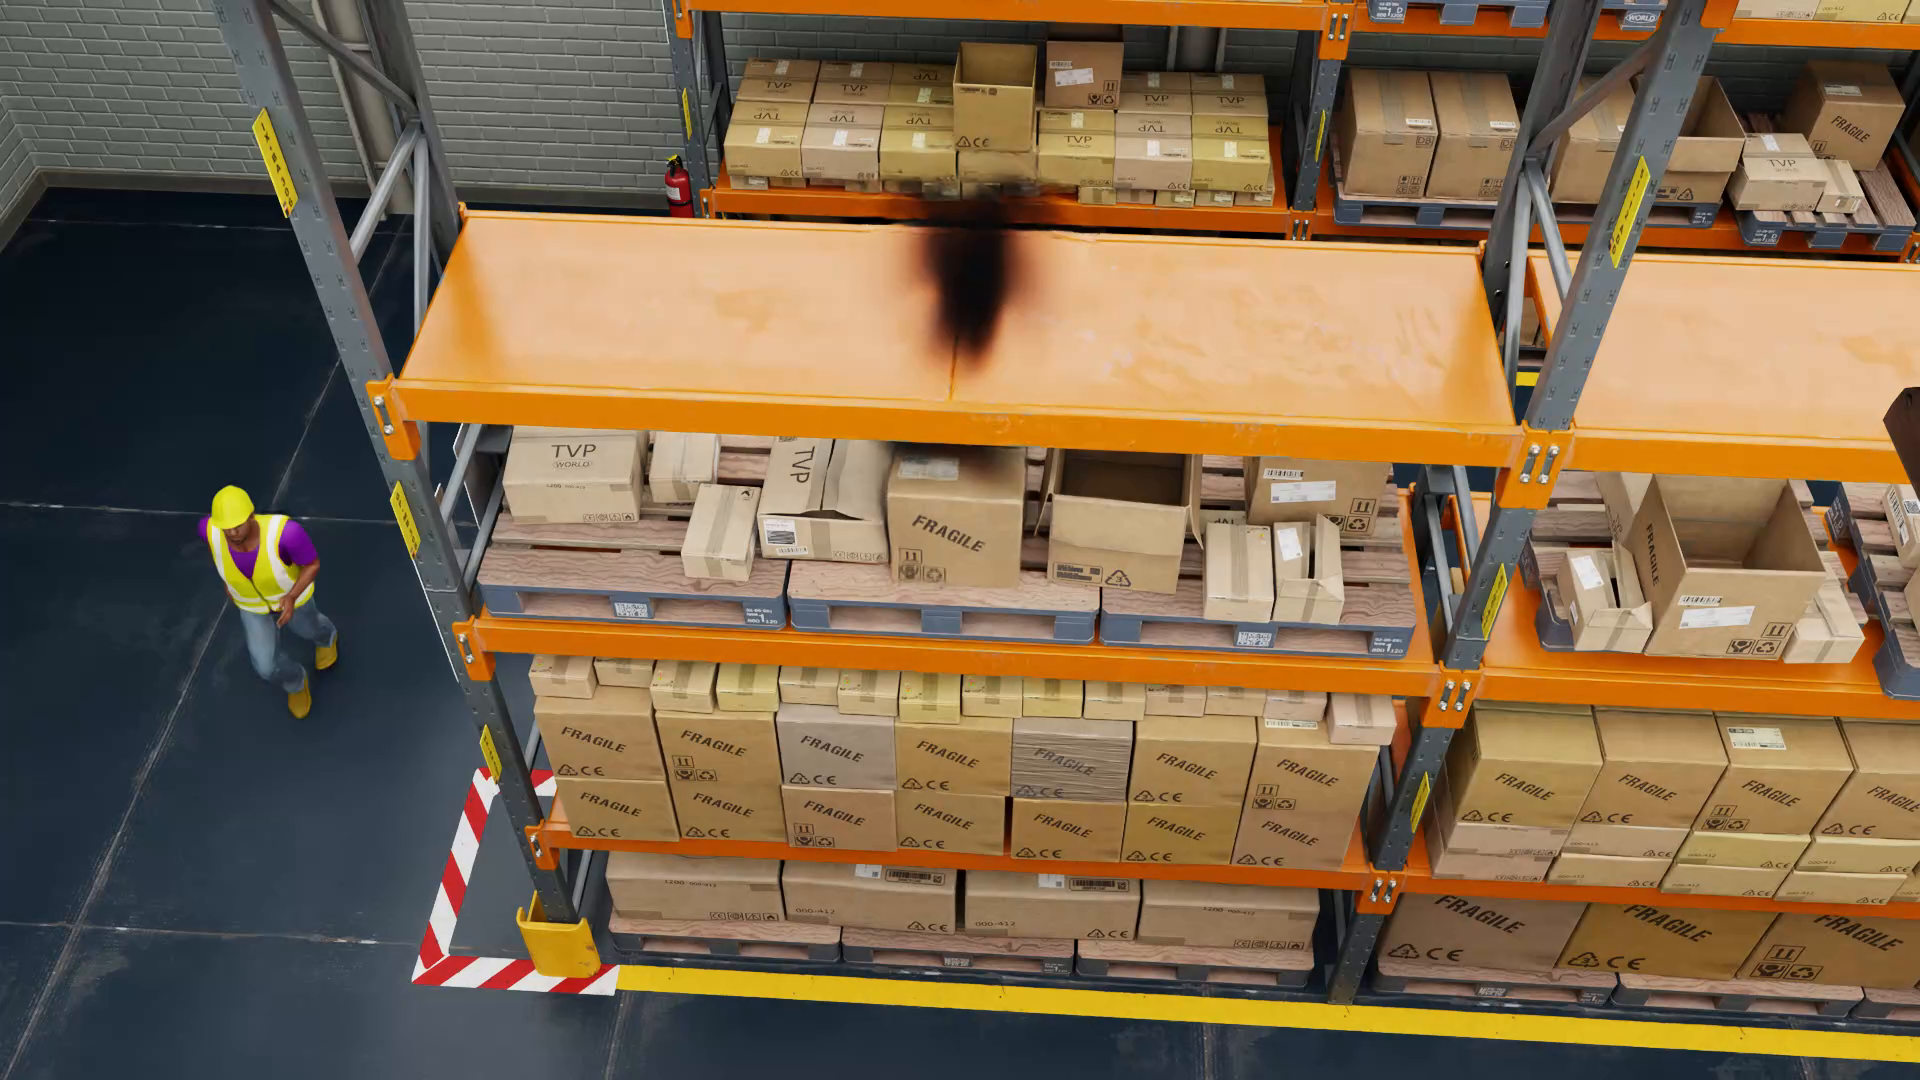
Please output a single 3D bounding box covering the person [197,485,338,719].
[{"bbox_3d":[-3.811,0.319,9.289,0.616,1.776,0.815,-8,48,-7],"label":"person"}]
